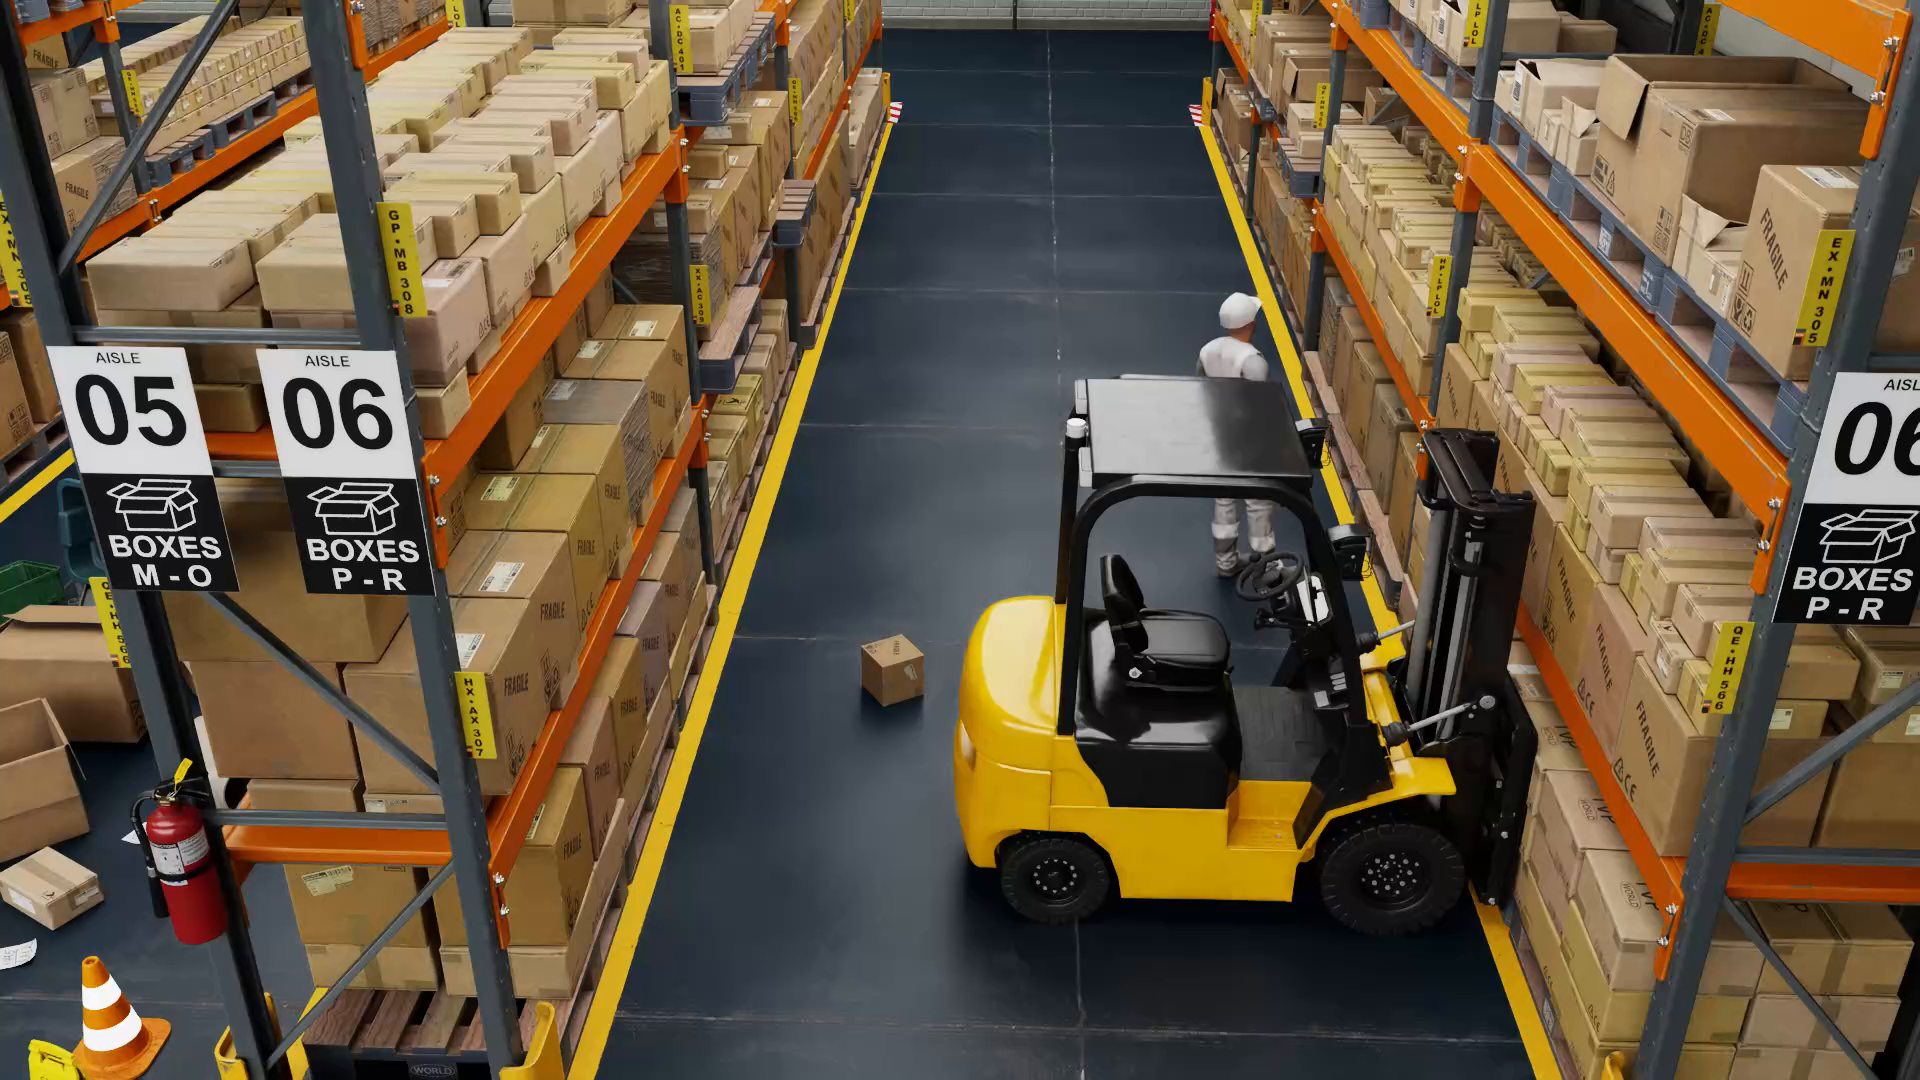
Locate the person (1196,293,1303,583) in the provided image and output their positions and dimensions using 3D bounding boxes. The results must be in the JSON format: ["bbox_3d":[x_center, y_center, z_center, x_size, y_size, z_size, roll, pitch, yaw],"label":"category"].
[{"bbox_3d":[1.696,-0.600,9.716,0.564,1.787,0.637,-17,32,-30],"label":"person"}]
